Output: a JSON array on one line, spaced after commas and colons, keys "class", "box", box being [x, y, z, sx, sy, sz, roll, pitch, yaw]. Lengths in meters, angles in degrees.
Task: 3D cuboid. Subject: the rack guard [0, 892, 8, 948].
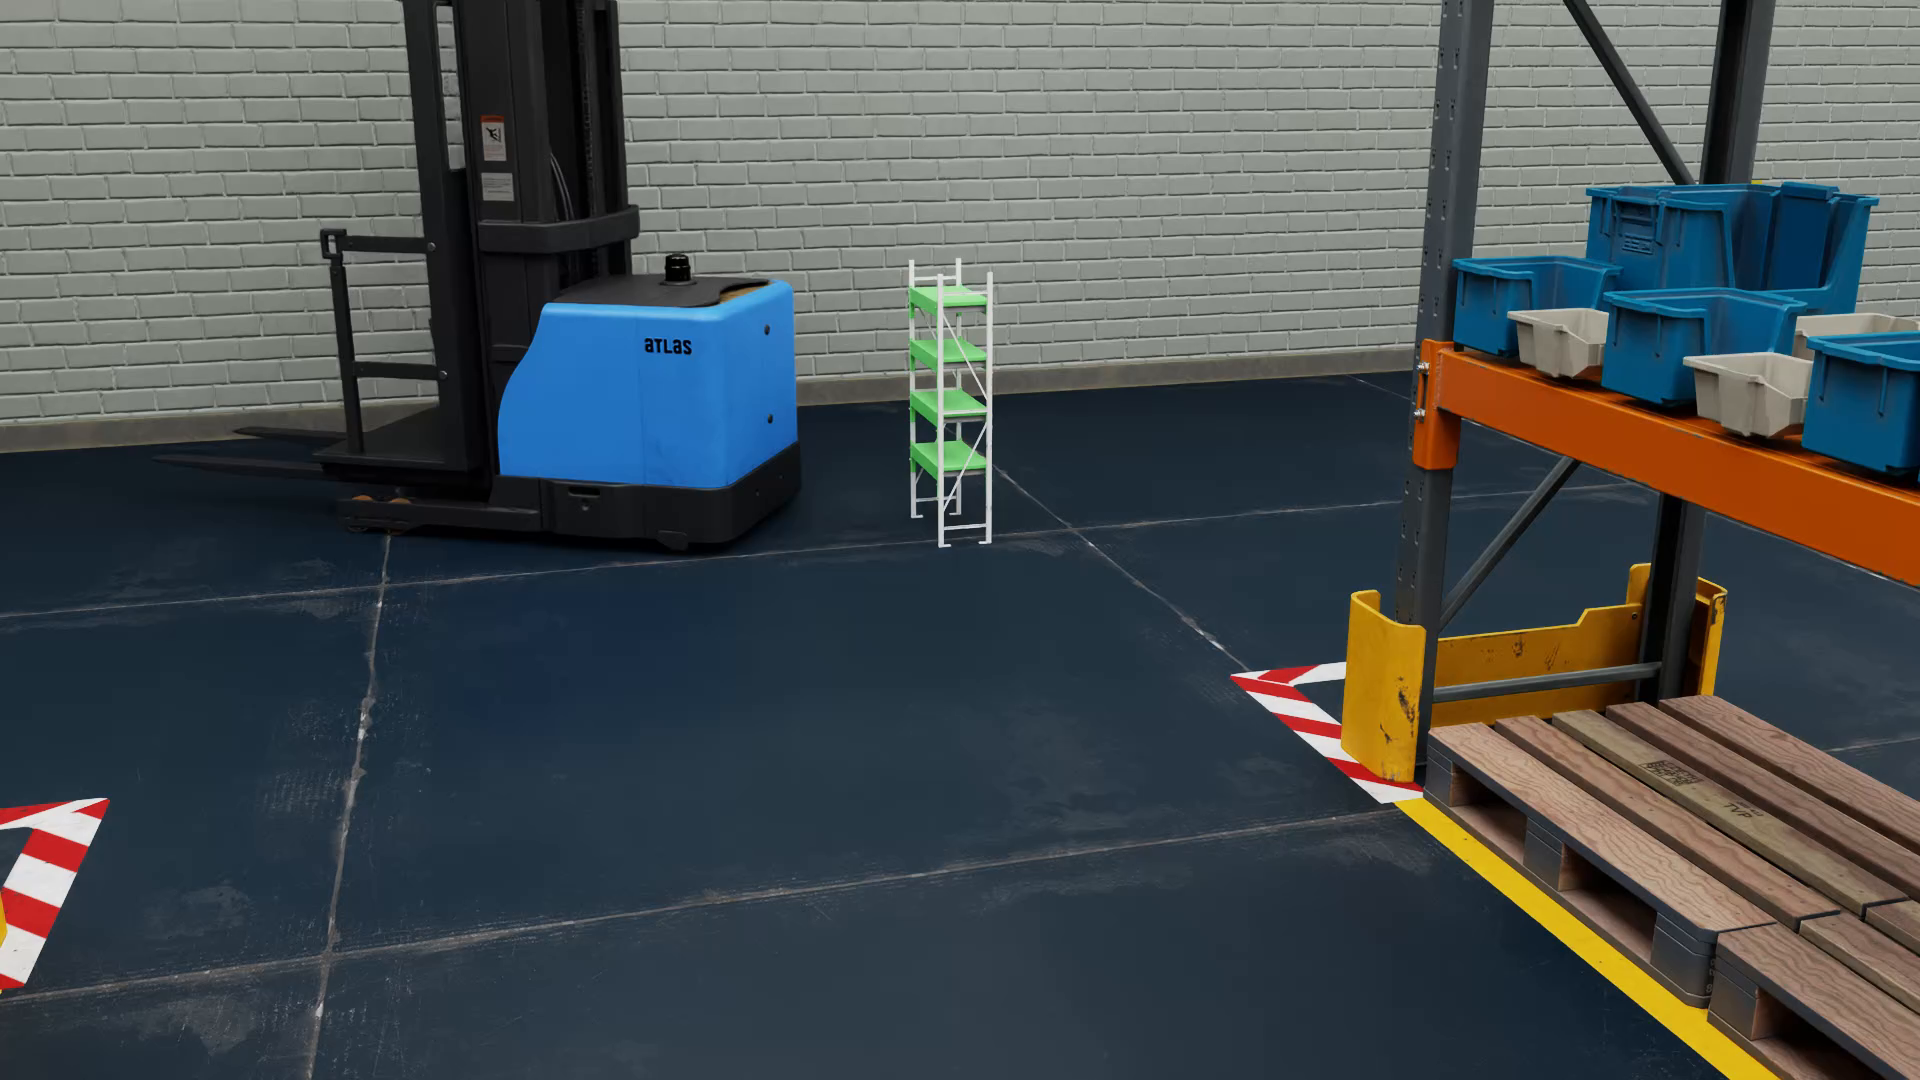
[{"class": "rack guard", "box": [-2.923, 0.822, 3.846, 1.175, 0.500, 0.348, -5, 17, -15]}]

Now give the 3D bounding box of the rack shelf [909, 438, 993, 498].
[{"class": "rack shelf", "box": [-0.045, -0.329, 7.519, 0.258, 0.148, 0.480, -5, 17, -15]}]

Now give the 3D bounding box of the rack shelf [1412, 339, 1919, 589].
[{"class": "rack shelf", "box": [2.369, 0.111, 3.119, 1.077, 0.370, 4.000, -5, 17, -15]}]

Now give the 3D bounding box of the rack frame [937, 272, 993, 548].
[{"class": "rack frame", "box": [0.022, -0.553, 7.207, 0.240, 1.200, 0.015, -5, 17, -15]}]

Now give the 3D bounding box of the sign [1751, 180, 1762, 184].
[{"class": "sign", "box": [2.344, -0.913, 4.993, 0.100, 0.325, 0.005, -5, 17, -15]}]

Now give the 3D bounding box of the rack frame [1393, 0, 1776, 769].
[{"class": "rack frame", "box": [1.820, -0.787, 4.857, 1.000, 3.000, 0.127, -5, 17, -15]}]

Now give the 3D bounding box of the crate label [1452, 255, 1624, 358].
[{"class": "crate label", "box": [1.571, -0.641, 4.558, 0.416, 0.233, 0.303, -5, 17, -15]}]

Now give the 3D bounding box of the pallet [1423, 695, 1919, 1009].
[{"class": "pallet", "box": [2.009, 0.780, 4.488, 1.003, 0.211, 1.213, -5, 17, -15]}]

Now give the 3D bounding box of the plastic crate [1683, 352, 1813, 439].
[{"class": "plastic crate", "box": [1.766, -0.312, 3.630, 0.250, 0.136, 0.298, -5, 17, -15]}]

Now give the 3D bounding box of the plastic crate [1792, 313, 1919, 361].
[{"class": "plastic crate", "box": [2.218, -0.478, 4.183, 0.396, 0.136, 0.243, -5, 17, -15]}]

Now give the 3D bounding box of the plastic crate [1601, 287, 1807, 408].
[{"class": "plastic crate", "box": [1.752, -0.459, 3.952, 0.416, 0.233, 0.300, -5, 17, -15]}]

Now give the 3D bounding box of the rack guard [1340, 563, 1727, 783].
[{"class": "rack guard", "box": [1.801, 0.405, 5.235, 1.175, 0.500, 0.348, -5, 17, -15]}]

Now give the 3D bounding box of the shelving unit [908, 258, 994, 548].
[{"class": "shelving unit", "box": [-0.045, -0.620, 7.432, 0.258, 1.200, 0.503, -5, 17, -15]}]

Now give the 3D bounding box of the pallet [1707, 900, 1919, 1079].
[{"class": "pallet", "box": [2.341, 1.117, 3.367, 1.003, 0.211, 1.213, -5, 17, -15]}]

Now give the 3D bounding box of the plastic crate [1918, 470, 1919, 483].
[{"class": "plastic crate", "box": [2.015, -0.194, 3.069, 0.416, 0.233, 0.300, -5, 17, -15]}]

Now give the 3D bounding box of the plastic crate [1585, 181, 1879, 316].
[{"class": "plastic crate", "box": [2.091, -0.754, 4.584, 0.616, 0.435, 0.499, -5, 17, -15]}]

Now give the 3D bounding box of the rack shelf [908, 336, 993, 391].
[{"class": "rack shelf", "box": [-0.045, -0.789, 7.381, 0.258, 0.148, 0.480, -5, 17, -15]}]

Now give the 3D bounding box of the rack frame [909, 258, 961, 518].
[{"class": "rack frame", "box": [-0.113, -0.688, 7.657, 0.240, 1.200, 0.015, -5, 17, -15]}]

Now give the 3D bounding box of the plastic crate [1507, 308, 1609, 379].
[{"class": "plastic crate", "box": [1.579, -0.499, 4.255, 0.250, 0.136, 0.298, -5, 17, -15]}]

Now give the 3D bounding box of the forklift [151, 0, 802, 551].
[{"class": "forklift", "box": [-2.338, -1.567, 7.573, 3.031, 2.935, 1.130, 4, 17, 14]}]

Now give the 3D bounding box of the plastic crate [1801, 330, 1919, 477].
[{"class": "plastic crate", "box": [1.933, -0.277, 3.346, 0.416, 0.233, 0.300, -5, 17, -15]}]

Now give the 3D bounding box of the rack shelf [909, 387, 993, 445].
[{"class": "rack shelf", "box": [-0.045, -0.559, 7.450, 0.258, 0.148, 0.480, -5, 17, -15]}]

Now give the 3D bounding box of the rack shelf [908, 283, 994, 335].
[{"class": "rack shelf", "box": [-0.045, -1.019, 7.312, 0.258, 0.148, 0.480, -5, 17, -15]}]
